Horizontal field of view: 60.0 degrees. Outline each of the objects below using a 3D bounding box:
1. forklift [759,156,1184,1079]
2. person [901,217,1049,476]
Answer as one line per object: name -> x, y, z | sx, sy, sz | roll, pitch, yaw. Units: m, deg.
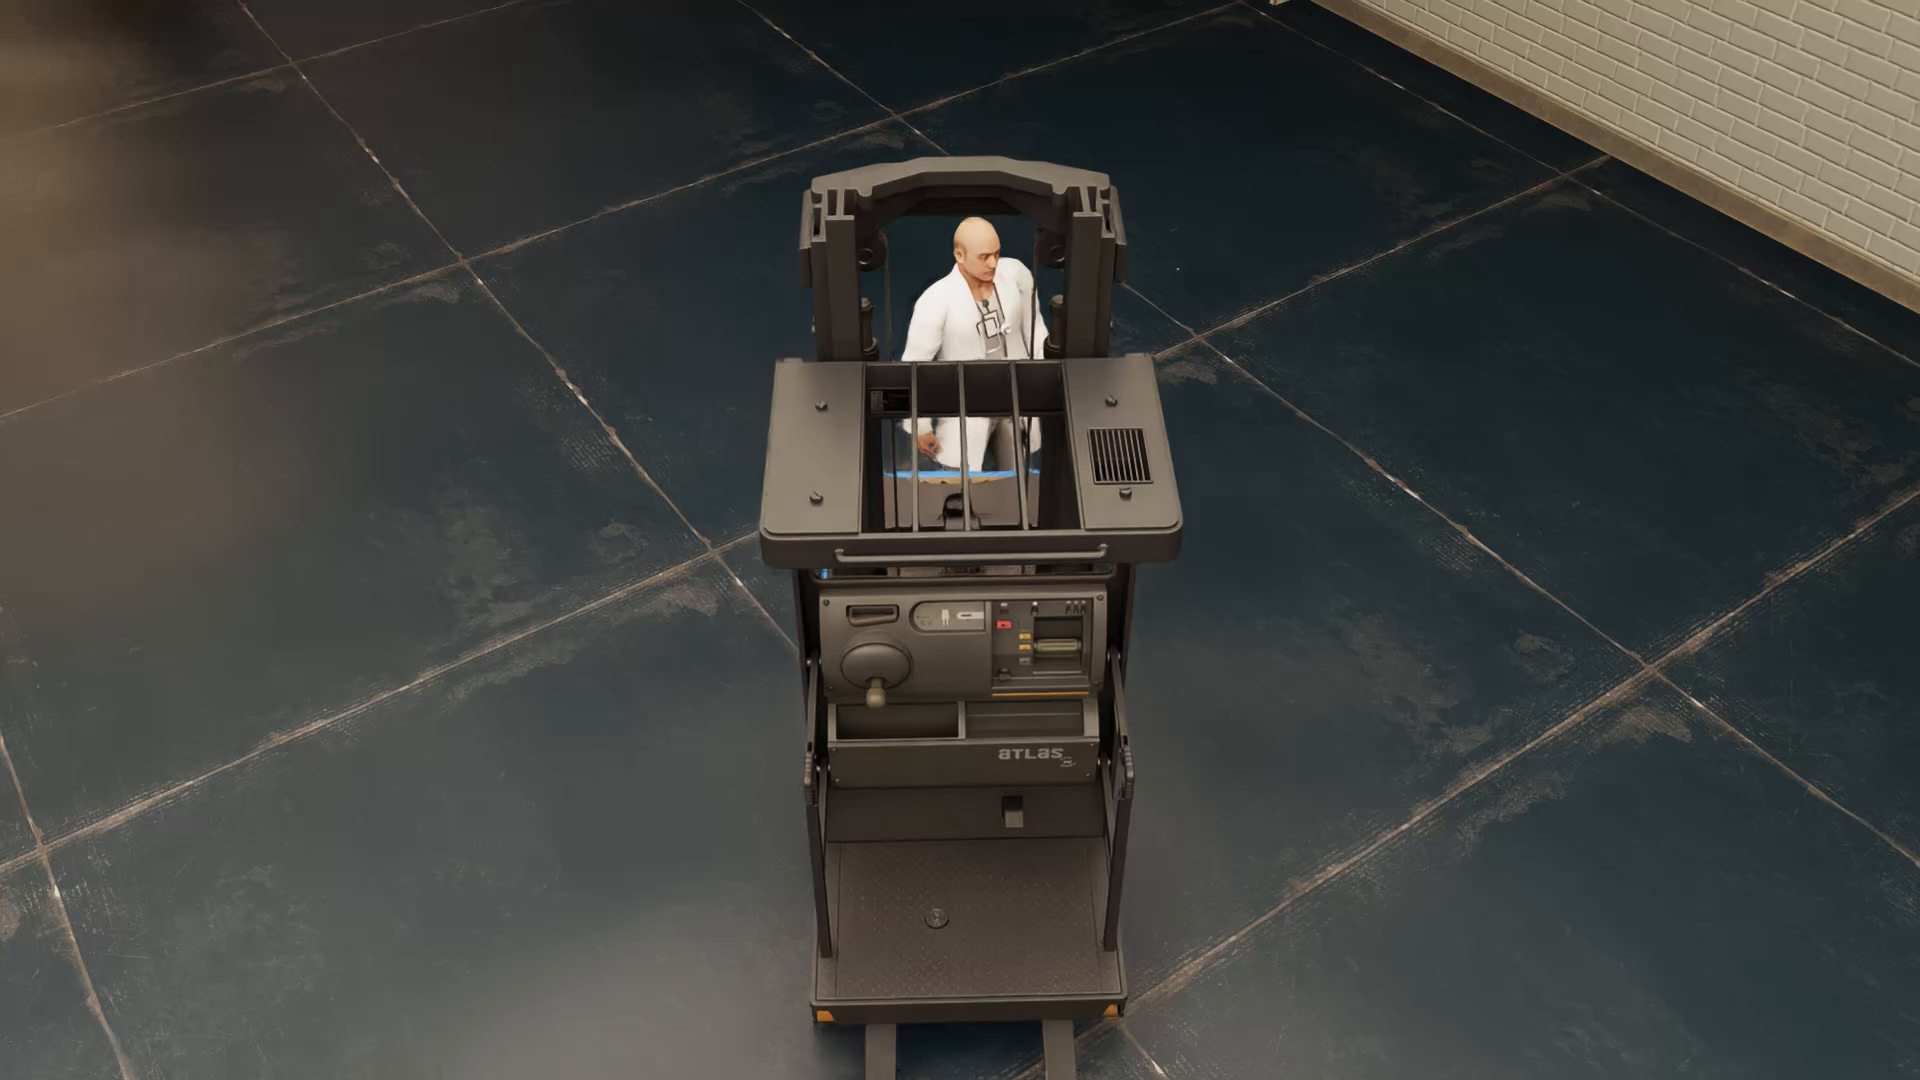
forklift -> 0.020, 0.431, 5.247 | 1.130, 2.935, 3.031 | -1, 43, -1
person -> 0.134, -0.538, 7.196 | 0.767, 1.753, 0.609 | -21, 47, -21
